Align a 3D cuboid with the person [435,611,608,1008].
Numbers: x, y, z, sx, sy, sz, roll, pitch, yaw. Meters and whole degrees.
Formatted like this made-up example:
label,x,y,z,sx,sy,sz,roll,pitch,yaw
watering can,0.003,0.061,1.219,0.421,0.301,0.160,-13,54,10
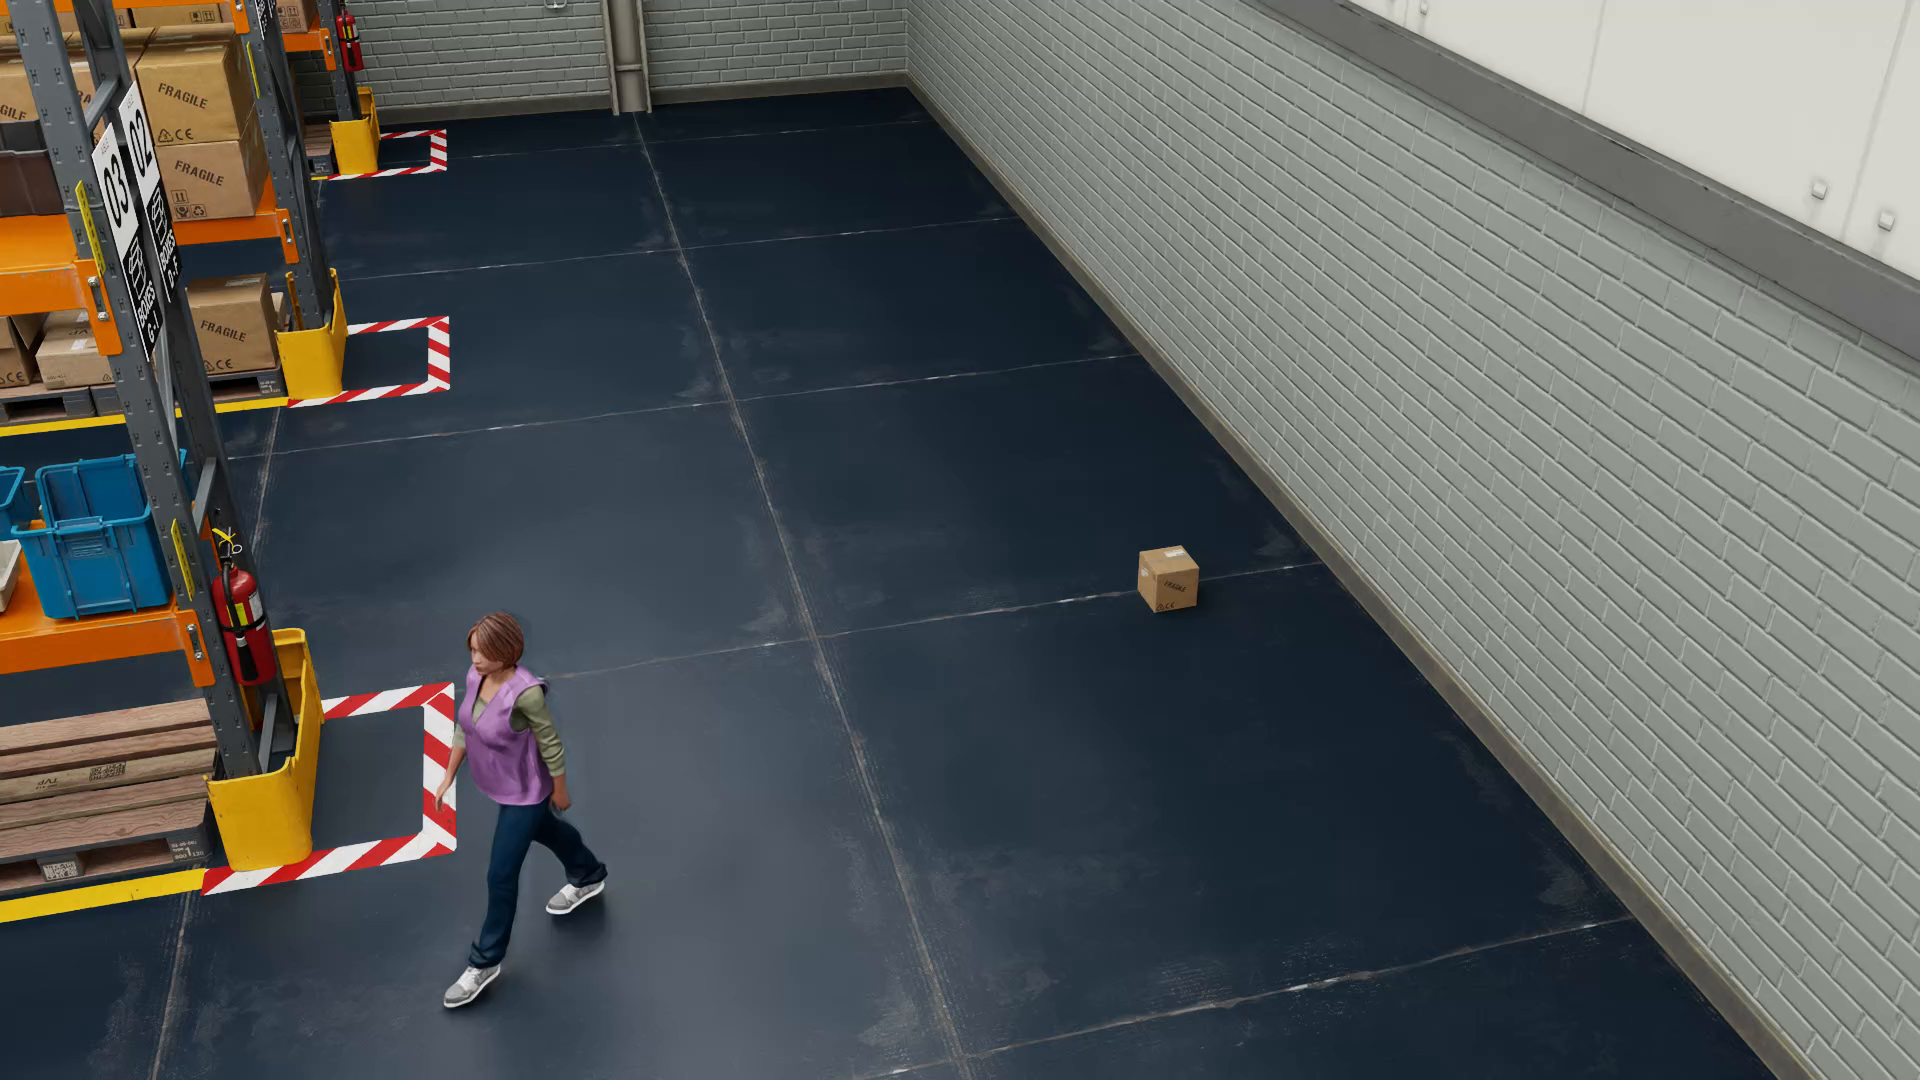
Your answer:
label,x,y,z,sx,sy,sz,roll,pitch,yaw
person,-1.826,0.991,6.541,0.862,1.554,0.413,-26,40,-37
